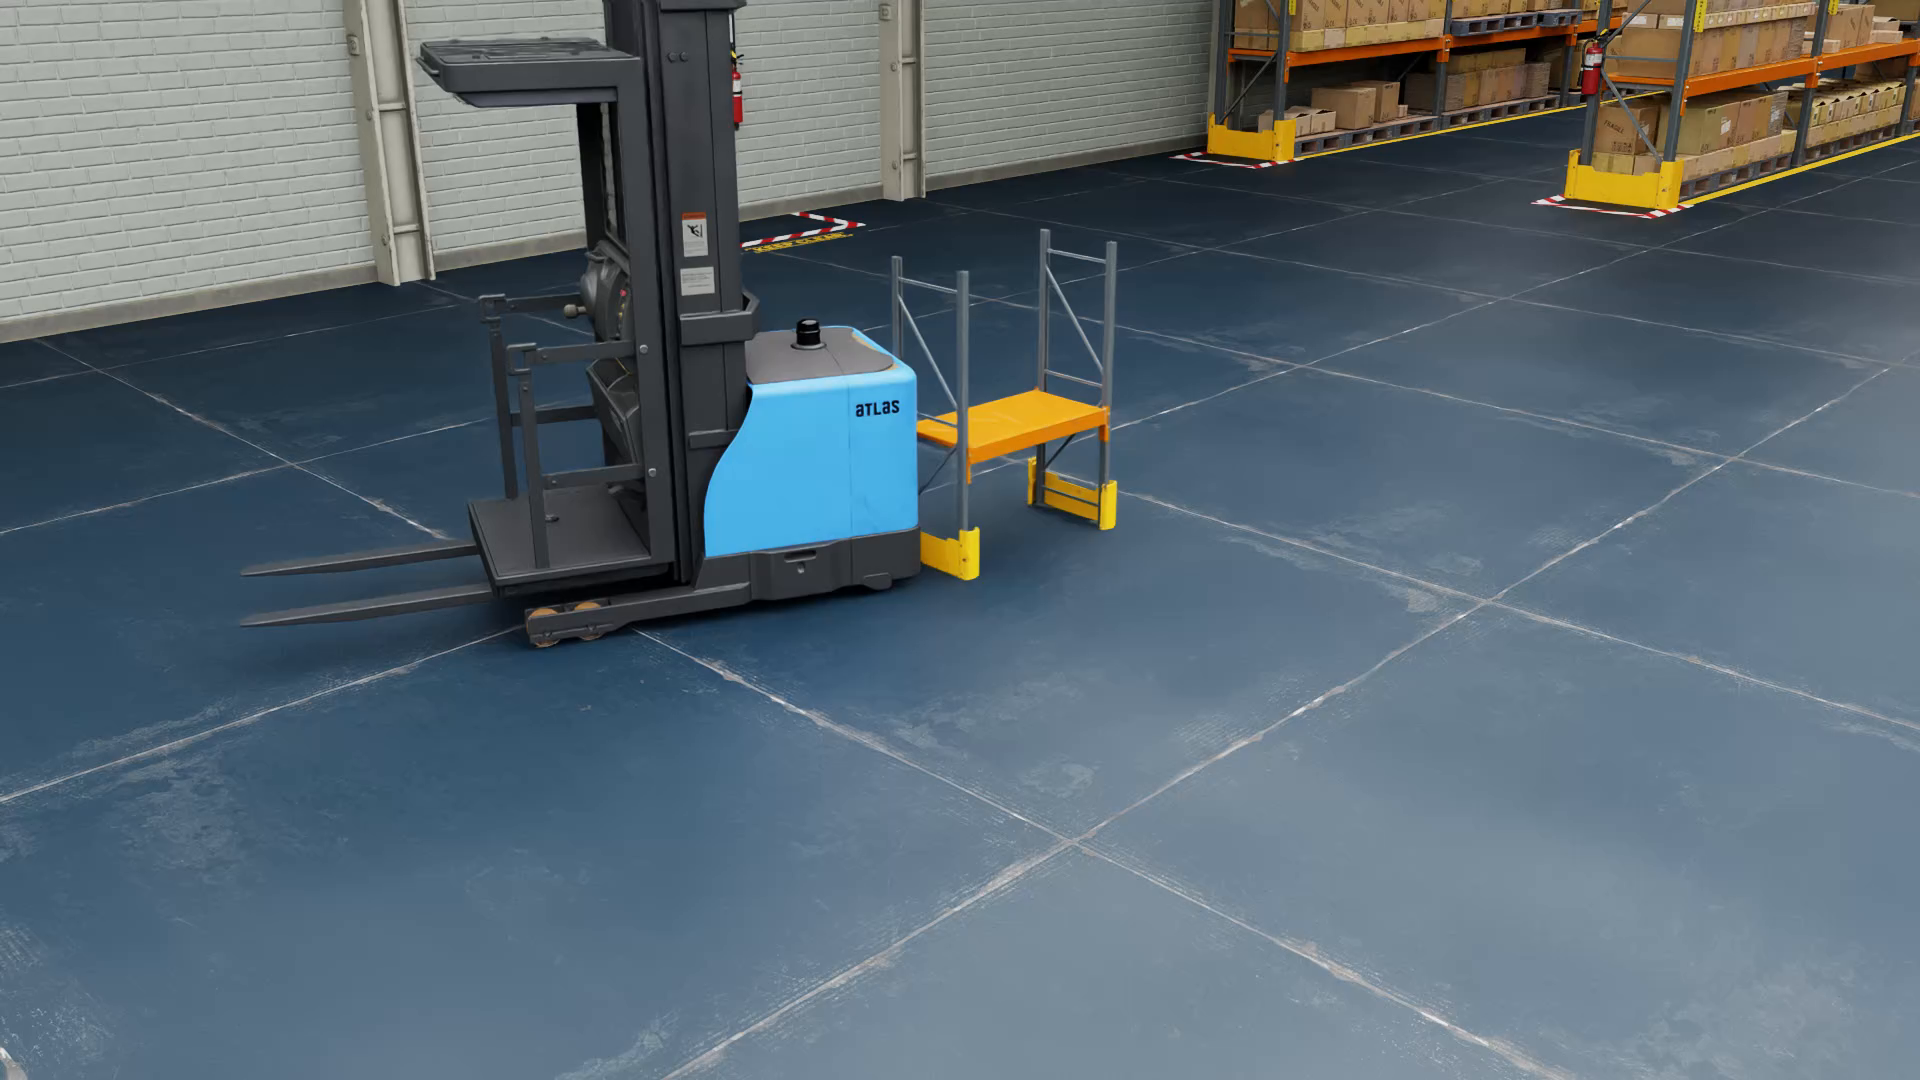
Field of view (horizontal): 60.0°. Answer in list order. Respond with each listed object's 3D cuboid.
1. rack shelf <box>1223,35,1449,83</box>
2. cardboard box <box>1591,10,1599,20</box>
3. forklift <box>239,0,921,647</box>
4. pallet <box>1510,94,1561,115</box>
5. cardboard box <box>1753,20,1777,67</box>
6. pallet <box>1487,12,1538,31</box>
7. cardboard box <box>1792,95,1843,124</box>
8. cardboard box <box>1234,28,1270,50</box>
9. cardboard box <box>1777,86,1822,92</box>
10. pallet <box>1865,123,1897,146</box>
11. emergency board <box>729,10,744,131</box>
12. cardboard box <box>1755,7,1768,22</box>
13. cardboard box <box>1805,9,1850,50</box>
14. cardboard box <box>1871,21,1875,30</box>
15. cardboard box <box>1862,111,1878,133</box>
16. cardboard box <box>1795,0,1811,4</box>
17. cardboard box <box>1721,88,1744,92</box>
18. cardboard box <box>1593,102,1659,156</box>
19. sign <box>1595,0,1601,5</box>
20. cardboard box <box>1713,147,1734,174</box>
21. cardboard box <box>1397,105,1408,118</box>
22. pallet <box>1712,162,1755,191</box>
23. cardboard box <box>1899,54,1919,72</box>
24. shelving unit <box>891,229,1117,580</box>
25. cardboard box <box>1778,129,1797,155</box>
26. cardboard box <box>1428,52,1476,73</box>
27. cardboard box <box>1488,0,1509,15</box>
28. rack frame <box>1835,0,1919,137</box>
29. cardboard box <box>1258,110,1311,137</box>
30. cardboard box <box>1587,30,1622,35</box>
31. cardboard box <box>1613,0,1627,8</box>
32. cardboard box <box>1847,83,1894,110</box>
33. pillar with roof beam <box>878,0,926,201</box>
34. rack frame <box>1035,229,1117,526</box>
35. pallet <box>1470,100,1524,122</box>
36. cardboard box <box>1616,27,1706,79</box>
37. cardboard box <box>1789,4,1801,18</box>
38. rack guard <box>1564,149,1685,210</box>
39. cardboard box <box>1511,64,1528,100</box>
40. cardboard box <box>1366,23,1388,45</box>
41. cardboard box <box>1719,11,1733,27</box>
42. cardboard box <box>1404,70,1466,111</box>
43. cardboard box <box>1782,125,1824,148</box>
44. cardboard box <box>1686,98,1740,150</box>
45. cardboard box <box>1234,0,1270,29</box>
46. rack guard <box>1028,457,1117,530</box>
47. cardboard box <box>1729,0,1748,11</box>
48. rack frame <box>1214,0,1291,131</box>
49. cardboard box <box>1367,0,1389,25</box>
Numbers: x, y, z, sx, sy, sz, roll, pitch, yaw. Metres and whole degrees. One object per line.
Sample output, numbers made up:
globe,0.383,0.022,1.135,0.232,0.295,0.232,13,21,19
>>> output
rack shelf,5.087,-6.529,22.382,1.077,0.370,4.000,19,28,41
cardboard box,10.096,-8.435,26.662,0.250,0.149,0.380,-19,28,-40
forklift,-1.756,-1.111,7.379,3.031,2.935,1.130,-8,22,-20
pallet,8.726,-6.905,26.244,1.003,0.211,1.213,19,28,41
cardboard box,9.013,-5.805,19.359,0.500,0.500,0.700,-20,28,-41
pallet,7.921,-7.798,24.949,1.003,0.211,1.213,19,28,41
cardboard box,10.854,-5.485,21.130,0.500,0.311,0.500,19,28,40
cardboard box,3.879,-6.458,21.377,0.500,0.250,0.500,-20,28,-41
cardboard box,11.173,-5.881,22.160,0.500,0.311,0.500,19,28,40
pallet,12.222,-5.664,23.018,1.003,0.211,1.213,19,28,41
emergency board,-2.377,-4.579,16.306,0.194,1.169,0.643,19,28,41
cardboard box,8.928,-5.971,18.884,0.250,0.149,0.380,-19,28,-40
cardboard box,10.949,-6.515,21.205,0.500,0.500,0.500,-18,27,-38
cardboard box,12.062,-6.945,22.586,0.500,0.311,0.500,19,28,40
cardboard box,11.922,-5.622,22.268,0.500,0.250,0.500,-19,28,-41
cardboard box,9.729,-6.676,19.816,0.700,0.500,0.500,19,28,41
cardboard box,9.143,-5.231,20.205,0.500,0.500,0.500,19,28,41
cardboard box,7.404,-4.586,18.528,0.500,0.500,0.500,19,28,41
sign,6.864,-5.902,17.805,0.100,0.325,0.005,19,28,41
cardboard box,8.472,-4.364,18.995,0.500,0.250,0.500,19,28,41
cardboard box,6.130,-6.116,23.642,0.380,0.166,0.250,15,26,34
pallet,8.598,-4.329,19.543,1.003,0.211,1.213,19,28,41
cardboard box,14.056,-7.135,24.783,0.500,0.250,0.500,19,28,40
shelving unit,0.232,-0.711,8.335,1.083,1.500,0.587,-19,28,-40
cardboard box,9.867,-4.878,20.333,0.500,0.250,0.500,19,28,41
cardboard box,7.288,-7.075,24.625,0.500,0.250,0.500,19,28,40
cardboard box,7.693,-8.072,24.641,0.500,0.500,0.700,-16,26,-35
rack frame,12.824,-7.168,23.042,1.000,3.000,0.127,19,28,41
cardboard box,4.239,-5.456,21.723,0.500,0.311,0.500,15,26,35
cardboard box,11.085,-8.199,28.135,0.750,0.750,0.750,-19,28,-40
cardboard box,10.514,-8.922,27.024,0.500,0.500,0.500,19,28,40
cardboard box,12.277,-6.011,22.497,0.500,0.311,0.500,19,28,40
pillar with roof beam,2.459,-6.927,14.054,9.100,9.000,0.400,19,28,41
rack frame,0.594,-0.835,8.655,0.032,1.500,0.500,-19,28,-40
pallet,7.875,-6.592,25.432,1.003,0.211,1.213,19,28,41
cardboard box,7.578,-5.275,17.978,0.700,0.500,0.500,19,28,41
cardboard box,9.643,-6.235,19.571,0.380,0.149,0.250,18,28,39
rack guard,7.227,-3.938,18.125,1.175,0.500,0.348,19,28,41
cardboard box,8.365,-7.144,25.851,0.700,0.500,0.500,19,28,41
cardboard box,5.325,-6.731,22.088,0.500,0.250,0.500,20,28,41
cardboard box,8.206,-5.704,18.192,0.380,0.149,0.250,19,28,40
cardboard box,6.984,-6.610,24.463,0.500,0.500,0.700,-19,28,-40
cardboard box,10.493,-5.094,20.894,0.500,0.250,0.500,18,28,39
cardboard box,8.464,-4.717,18.868,0.500,0.500,0.500,19,28,41
cardboard box,3.868,-6.814,21.258,0.500,0.500,0.500,19,28,40
rack guard,0.593,-0.251,8.879,0.087,0.250,0.587,-19,28,-40
cardboard box,8.329,-6.160,18.474,0.700,0.500,0.500,19,28,41
rack frame,3.692,-6.350,20.915,1.000,3.000,0.127,19,28,41
cardboard box,5.308,-7.079,21.946,0.500,0.500,0.500,-19,28,-40
